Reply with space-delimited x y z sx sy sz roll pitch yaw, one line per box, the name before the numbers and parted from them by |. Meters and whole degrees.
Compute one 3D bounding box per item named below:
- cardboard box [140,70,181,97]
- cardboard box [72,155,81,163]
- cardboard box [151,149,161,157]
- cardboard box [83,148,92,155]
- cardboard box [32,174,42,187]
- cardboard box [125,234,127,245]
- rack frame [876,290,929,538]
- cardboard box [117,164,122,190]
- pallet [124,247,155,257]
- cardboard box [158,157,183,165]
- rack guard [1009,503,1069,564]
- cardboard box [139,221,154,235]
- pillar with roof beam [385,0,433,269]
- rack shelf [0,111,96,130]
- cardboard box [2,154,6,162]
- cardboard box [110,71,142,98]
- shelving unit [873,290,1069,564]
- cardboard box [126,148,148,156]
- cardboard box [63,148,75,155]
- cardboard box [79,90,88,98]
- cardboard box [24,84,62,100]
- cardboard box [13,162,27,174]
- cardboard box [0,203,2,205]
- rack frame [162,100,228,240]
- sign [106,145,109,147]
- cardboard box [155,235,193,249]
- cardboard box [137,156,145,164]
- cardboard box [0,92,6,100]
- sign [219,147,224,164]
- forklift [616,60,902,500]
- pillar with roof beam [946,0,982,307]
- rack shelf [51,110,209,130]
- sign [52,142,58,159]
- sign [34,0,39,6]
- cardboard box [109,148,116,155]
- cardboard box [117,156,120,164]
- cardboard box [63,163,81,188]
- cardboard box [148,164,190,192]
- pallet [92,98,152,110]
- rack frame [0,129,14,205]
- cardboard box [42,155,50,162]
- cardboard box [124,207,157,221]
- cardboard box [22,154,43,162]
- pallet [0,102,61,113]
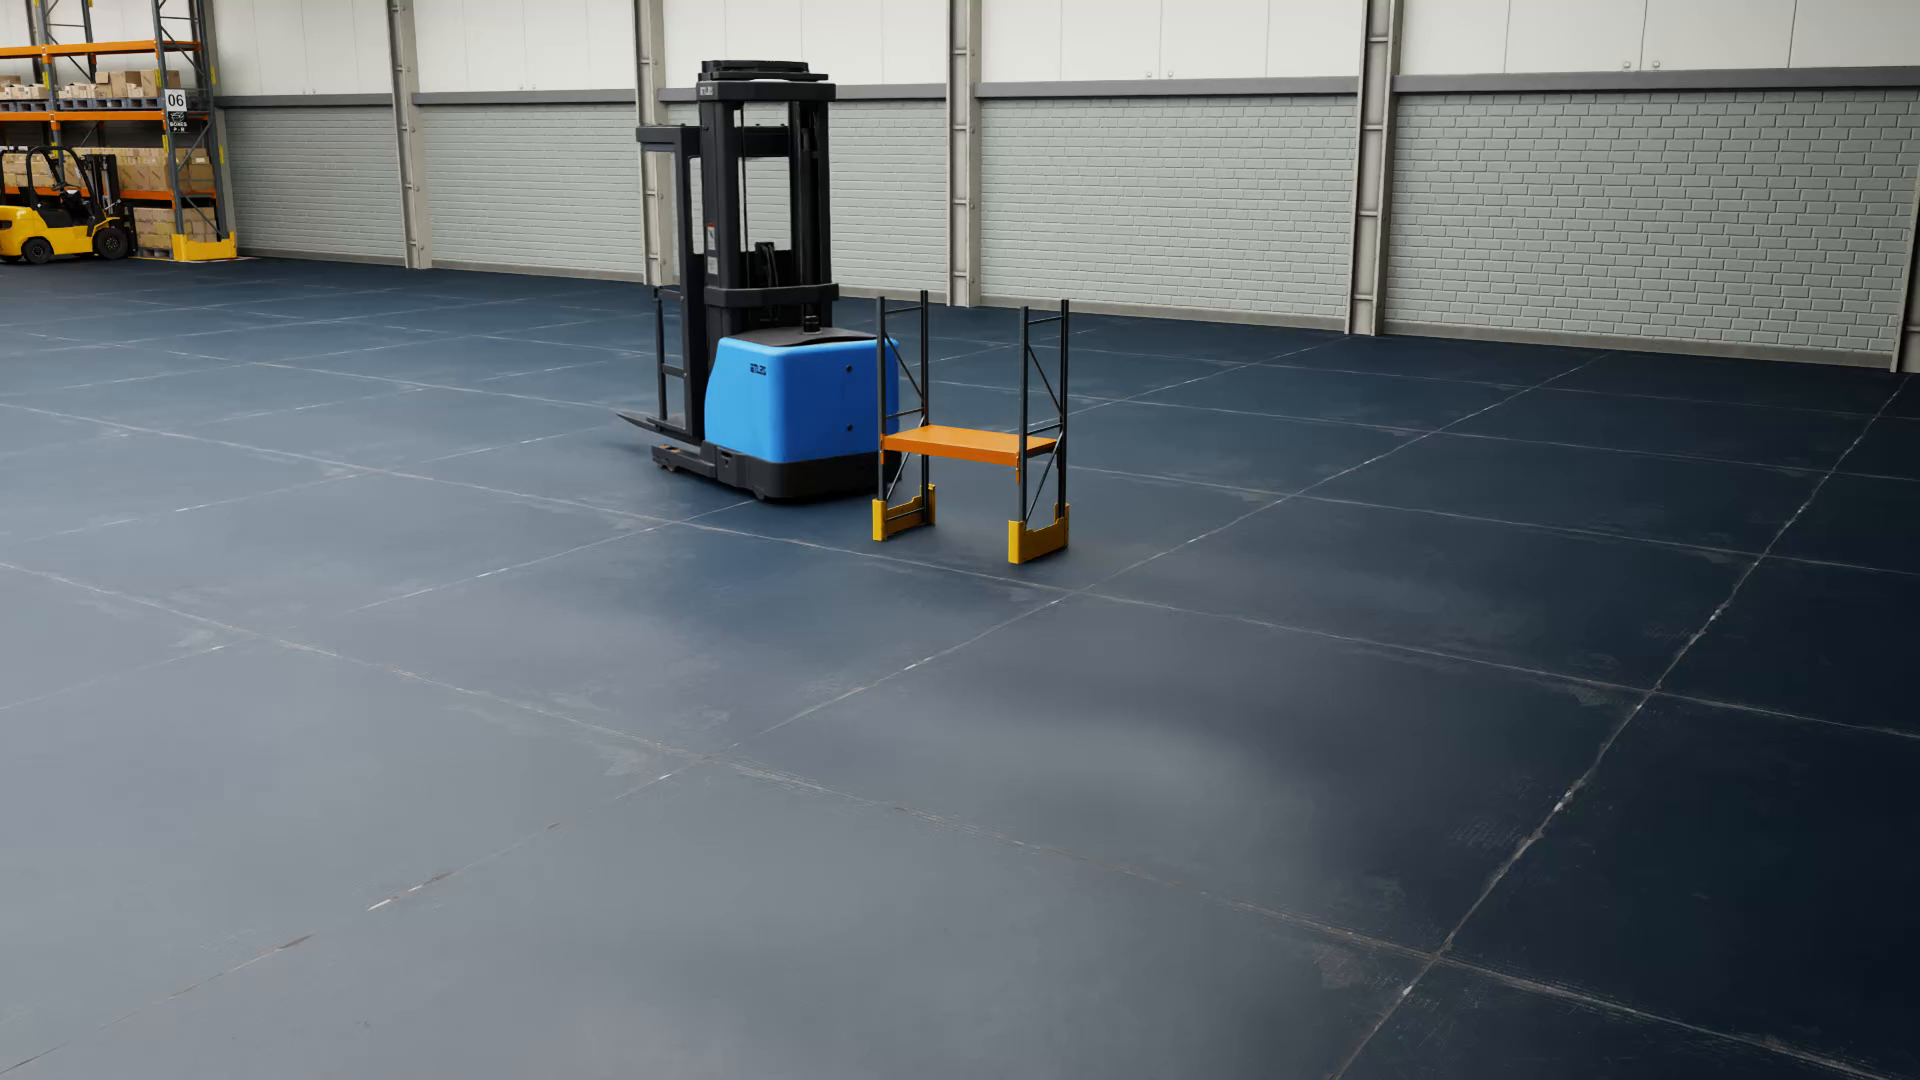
cardboard box | -15.310 -8.742 31.865 0.500 0.500 0.500 10 17 35
cardboard box | -17.792 -7.745 33.810 0.250 0.149 0.380 10 17 34
cardboard box | -15.443 -7.515 32.263 0.250 0.149 0.380 9 17 33
cardboard box | -17.386 -7.813 33.464 0.250 0.149 0.380 10 17 34
cardboard box | -19.110 -7.520 34.771 0.500 0.250 0.500 9 17 32
cardboard box | -16.634 -6.047 33.355 0.500 0.250 0.500 10 17 35
rack frame | -0.351 -0.785 10.372 0.032 1.500 0.500 9 17 33
cardboard box | -16.635 -7.242 33.129 0.500 0.500 0.500 9 17 33
pallet | -16.473 -5.879 33.633 1.213 0.211 1.003 9 17 33
cardboard box | -15.251 -7.329 32.128 0.250 0.149 0.380 9 17 34
rack guard | 0.476 -0.044 9.982 0.087 0.250 0.587 9 17 33
cardboard box | -15.795 -6.159 32.768 0.500 0.250 0.500 9 17 32
pillar with roof beam | -12.305 -8.497 25.920 0.400 9.000 9.100 9 17 33
rack shelf | -19.785 -8.886 35.233 4.000 0.370 1.077 9 17 33
cardboard box | -20.268 -8.138 35.400 0.250 0.149 0.380 10 17 34
cardboard box | -16.104 -8.900 32.500 0.500 0.500 0.700 9 17 33
shelving unit | 0.063 -0.718 10.102 1.083 1.500 0.587 9 17 33
cardboard box | -16.119 -7.606 32.630 0.250 0.149 0.380 10 17 34
cardboard box | -18.027 -7.917 33.886 0.250 0.149 0.380 10 17 34
cardboard box | -17.285 -8.874 33.126 0.250 0.149 0.380 10 17 34
cardboard box | -18.862 -9.225 34.207 0.500 0.311 0.500 9 16 31
cardboard box | -19.528 -7.833 34.996 0.500 0.250 0.500 10 17 34
cardboard box | -21.703 -7.485 37.296 0.250 0.149 0.380 10 17 36
rack frame | -14.806 -6.975 32.256 0.127 3.000 1.000 9 17 33
sign | -17.817 -8.081 34.758 0.005 0.325 0.100 9 17 33
cardboard box | -15.373 -5.844 32.536 0.500 0.250 0.500 9 17 33
cardboard box | -15.860 -7.440 32.576 0.250 0.149 0.380 9 17 32
cardboard box | -19.847 -9.288 34.799 0.250 0.149 0.380 9 16 32
sign | -14.492 -7.543 32.586 0.005 0.325 0.100 9 17 33
forklift | -1.666 -1.992 12.271 1.130 2.935 3.031 -10 17 -34
pillar with roof beam | -2.348 -6.888 19.419 0.400 9.000 9.100 9 17 33
rack shelf | -16.466 -8.350 33.066 4.000 0.370 1.077 9 17 33
sign | -18.420 -7.925 33.851 0.005 0.325 0.100 9 17 33
sign | -18.418 -10.805 33.137 0.005 0.325 0.100 9 17 33
cardboard box | -16.697 -7.730 33.131 0.250 0.149 0.380 9 17 33
cardboard box | -16.485 -7.547 33.011 0.250 0.149 0.380 9 17 32
cardboard box | -17.903 -7.448 33.960 0.500 0.500 0.500 9 16 31
cardboard box | -15.361 -7.037 32.299 0.500 0.500 0.500 9 16 32
pallet | -16.395 -8.651 32.971 1.213 0.211 1.003 9 17 33
rack frame | -21.445 -8.048 36.590 0.127 3.000 1.000 9 17 33
cardboard box | -18.757 -7.907 34.465 0.250 0.149 0.380 9 16 32
cardboard box | -16.214 -6.462 32.951 0.500 0.250 0.500 9 17 34
cardboard box | -19.405 -8.007 34.868 0.250 0.149 0.380 9 16 31
pallet | -19.902 -9.189 35.353 1.213 0.211 1.003 10 17 35
